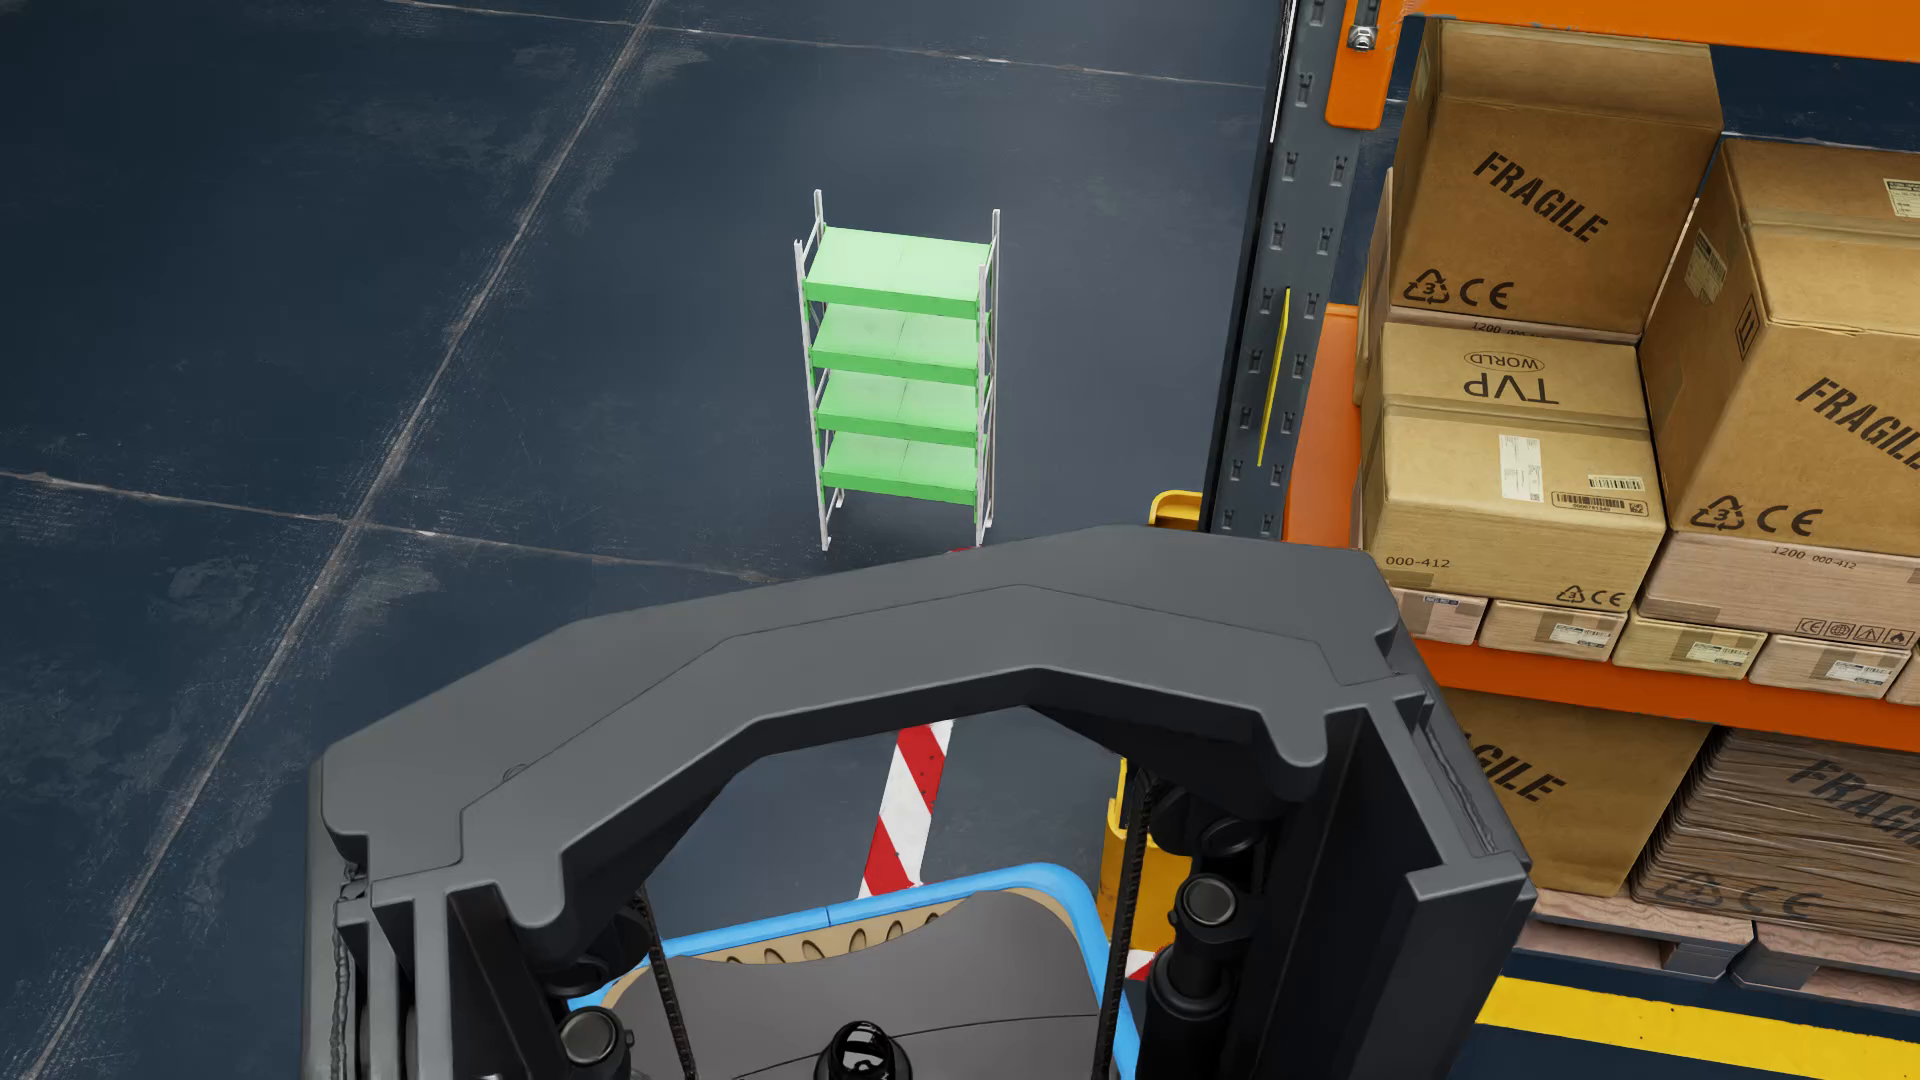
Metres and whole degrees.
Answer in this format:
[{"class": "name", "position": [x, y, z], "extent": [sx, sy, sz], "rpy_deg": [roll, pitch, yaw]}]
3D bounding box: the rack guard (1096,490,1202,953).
[{"class": "rack guard", "position": [0.616, 0.469, 4.492], "extent": [0.348, 0.500, 1.175], "rpy_deg": [8, 49, 7]}]

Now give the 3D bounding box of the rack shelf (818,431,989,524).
[{"class": "rack shelf", "position": [-0.163, -0.220, 5.049], "extent": [0.480, 0.148, 0.258], "rpy_deg": [8, 49, 7]}]

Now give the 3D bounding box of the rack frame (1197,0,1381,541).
[{"class": "rack frame", "position": [0.640, -0.363, 3.559], "extent": [0.127, 3.000, 1.000], "rpy_deg": [8, 49, 7]}]

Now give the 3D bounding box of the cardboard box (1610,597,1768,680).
[{"class": "cardboard box", "position": [1.435, 0.076, 3.334], "extent": [0.250, 0.149, 0.380], "rpy_deg": [7, 48, 6]}]

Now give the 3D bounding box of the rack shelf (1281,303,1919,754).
[{"class": "rack shelf", "position": [2.608, 0.142, 3.589], "extent": [4.000, 0.370, 1.077], "rpy_deg": [8, 49, 7]}]

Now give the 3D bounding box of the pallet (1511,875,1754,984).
[{"class": "pallet", "position": [1.441, 0.618, 4.553], "extent": [1.213, 0.211, 1.003], "rpy_deg": [8, 49, 7]}]

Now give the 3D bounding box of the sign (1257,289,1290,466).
[{"class": "sign", "position": [0.535, -0.273, 2.844], "extent": [0.005, 0.325, 0.100], "rpy_deg": [8, 49, 7]}]

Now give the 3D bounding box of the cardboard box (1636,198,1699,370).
[{"class": "cardboard box", "position": [1.663, -0.475, 3.561], "extent": [0.500, 0.250, 0.500], "rpy_deg": [7, 48, 6]}]

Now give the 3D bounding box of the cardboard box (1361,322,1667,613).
[{"class": "cardboard box", "position": [1.064, -0.151, 3.270], "extent": [0.500, 0.250, 0.500], "rpy_deg": [7, 48, 6]}]

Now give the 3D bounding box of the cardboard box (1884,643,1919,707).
[{"class": "cardboard box", "position": [1.942, 0.144, 3.273], "extent": [0.250, 0.149, 0.380], "rpy_deg": [7, 48, 6]}]

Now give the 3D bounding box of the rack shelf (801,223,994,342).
[{"class": "rack shelf", "position": [-0.163, -0.701, 4.514], "extent": [0.480, 0.148, 0.258], "rpy_deg": [8, 49, 7]}]

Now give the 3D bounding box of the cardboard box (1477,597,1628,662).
[{"class": "cardboard box", "position": [1.183, 0.043, 3.364], "extent": [0.250, 0.149, 0.380], "rpy_deg": [7, 48, 6]}]

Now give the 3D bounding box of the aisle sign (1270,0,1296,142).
[{"class": "aisle sign", "position": [0.516, -1.022, 2.404], "extent": [0.004, 0.787, 0.394], "rpy_deg": [8, 49, 7]}]

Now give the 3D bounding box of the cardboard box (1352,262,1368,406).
[{"class": "cardboard box", "position": [1.049, -0.473, 3.827], "extent": [0.250, 0.149, 0.380], "rpy_deg": [9, 49, 8]}]

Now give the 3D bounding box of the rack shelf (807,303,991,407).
[{"class": "rack shelf", "position": [-0.163, -0.541, 4.692], "extent": [0.480, 0.148, 0.258], "rpy_deg": [8, 49, 7]}]

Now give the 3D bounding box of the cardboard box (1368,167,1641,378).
[{"class": "cardboard box", "position": [1.164, -0.542, 3.622], "extent": [0.500, 0.250, 0.500], "rpy_deg": [7, 48, 6]}]

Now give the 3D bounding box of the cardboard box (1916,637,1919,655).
[{"class": "cardboard box", "position": [2.071, -0.018, 3.150], "extent": [0.500, 0.250, 0.500], "rpy_deg": [6, 48, 6]}]

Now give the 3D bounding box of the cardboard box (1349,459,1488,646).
[{"class": "cardboard box", "position": [0.931, 0.010, 3.394], "extent": [0.250, 0.149, 0.380], "rpy_deg": [8, 49, 7]}]

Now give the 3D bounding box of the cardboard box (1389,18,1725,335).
[{"class": "cardboard box", "position": [1.166, -0.791, 3.341], "extent": [0.500, 0.500, 0.500], "rpy_deg": [8, 49, 7]}]

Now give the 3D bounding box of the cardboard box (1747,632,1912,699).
[{"class": "cardboard box", "position": [1.692, 0.110, 3.304], "extent": [0.250, 0.149, 0.380], "rpy_deg": [7, 48, 6]}]

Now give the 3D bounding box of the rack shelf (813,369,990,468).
[{"class": "rack shelf", "position": [-0.163, -0.380, 4.871], "extent": [0.480, 0.148, 0.258], "rpy_deg": [8, 49, 7]}]

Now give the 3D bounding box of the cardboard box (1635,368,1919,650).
[{"class": "cardboard box", "position": [1.577, -0.087, 3.212], "extent": [0.500, 0.250, 0.500], "rpy_deg": [7, 48, 6]}]

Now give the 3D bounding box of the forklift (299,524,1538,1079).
[{"class": "forklift", "position": [0.091, 1.509, 1.924], "extent": [1.130, 2.935, 3.031], "rpy_deg": [-10, 49, -9]}]

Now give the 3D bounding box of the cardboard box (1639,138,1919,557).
[{"class": "cardboard box", "position": [1.556, -0.335, 2.932], "extent": [0.500, 0.500, 0.500], "rpy_deg": [7, 48, 6]}]

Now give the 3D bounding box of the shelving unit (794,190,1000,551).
[{"class": "shelving unit", "position": [-0.163, -0.423, 4.823], "extent": [0.503, 1.200, 0.258], "rpy_deg": [8, 49, 7]}]

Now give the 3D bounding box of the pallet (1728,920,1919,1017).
[{"class": "pallet", "position": [2.638, 0.781, 4.407], "extent": [1.213, 0.211, 1.003], "rpy_deg": [8, 49, 7]}]

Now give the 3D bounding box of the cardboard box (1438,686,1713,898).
[{"class": "cardboard box", "position": [1.284, 0.233, 4.170], "extent": [0.875, 0.875, 0.875], "rpy_deg": [8, 49, 7]}]

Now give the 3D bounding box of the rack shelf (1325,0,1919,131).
[{"class": "rack shelf", "position": [2.608, -0.860, 2.474], "extent": [4.000, 0.370, 1.077], "rpy_deg": [8, 49, 7]}]

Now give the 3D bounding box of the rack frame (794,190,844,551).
[{"class": "rack frame", "position": [-0.403, -0.455, 4.852], "extent": [0.015, 1.200, 0.240], "rpy_deg": [8, 49, 7]}]

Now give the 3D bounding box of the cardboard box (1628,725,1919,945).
[{"class": "cardboard box", "position": [2.180, 0.353, 4.062], "extent": [0.875, 0.875, 0.875], "rpy_deg": [8, 49, 7]}]

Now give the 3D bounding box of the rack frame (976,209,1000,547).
[{"class": "rack frame", "position": [0.077, -0.391, 4.794], "extent": [0.015, 1.200, 0.240], "rpy_deg": [8, 49, 7]}]
